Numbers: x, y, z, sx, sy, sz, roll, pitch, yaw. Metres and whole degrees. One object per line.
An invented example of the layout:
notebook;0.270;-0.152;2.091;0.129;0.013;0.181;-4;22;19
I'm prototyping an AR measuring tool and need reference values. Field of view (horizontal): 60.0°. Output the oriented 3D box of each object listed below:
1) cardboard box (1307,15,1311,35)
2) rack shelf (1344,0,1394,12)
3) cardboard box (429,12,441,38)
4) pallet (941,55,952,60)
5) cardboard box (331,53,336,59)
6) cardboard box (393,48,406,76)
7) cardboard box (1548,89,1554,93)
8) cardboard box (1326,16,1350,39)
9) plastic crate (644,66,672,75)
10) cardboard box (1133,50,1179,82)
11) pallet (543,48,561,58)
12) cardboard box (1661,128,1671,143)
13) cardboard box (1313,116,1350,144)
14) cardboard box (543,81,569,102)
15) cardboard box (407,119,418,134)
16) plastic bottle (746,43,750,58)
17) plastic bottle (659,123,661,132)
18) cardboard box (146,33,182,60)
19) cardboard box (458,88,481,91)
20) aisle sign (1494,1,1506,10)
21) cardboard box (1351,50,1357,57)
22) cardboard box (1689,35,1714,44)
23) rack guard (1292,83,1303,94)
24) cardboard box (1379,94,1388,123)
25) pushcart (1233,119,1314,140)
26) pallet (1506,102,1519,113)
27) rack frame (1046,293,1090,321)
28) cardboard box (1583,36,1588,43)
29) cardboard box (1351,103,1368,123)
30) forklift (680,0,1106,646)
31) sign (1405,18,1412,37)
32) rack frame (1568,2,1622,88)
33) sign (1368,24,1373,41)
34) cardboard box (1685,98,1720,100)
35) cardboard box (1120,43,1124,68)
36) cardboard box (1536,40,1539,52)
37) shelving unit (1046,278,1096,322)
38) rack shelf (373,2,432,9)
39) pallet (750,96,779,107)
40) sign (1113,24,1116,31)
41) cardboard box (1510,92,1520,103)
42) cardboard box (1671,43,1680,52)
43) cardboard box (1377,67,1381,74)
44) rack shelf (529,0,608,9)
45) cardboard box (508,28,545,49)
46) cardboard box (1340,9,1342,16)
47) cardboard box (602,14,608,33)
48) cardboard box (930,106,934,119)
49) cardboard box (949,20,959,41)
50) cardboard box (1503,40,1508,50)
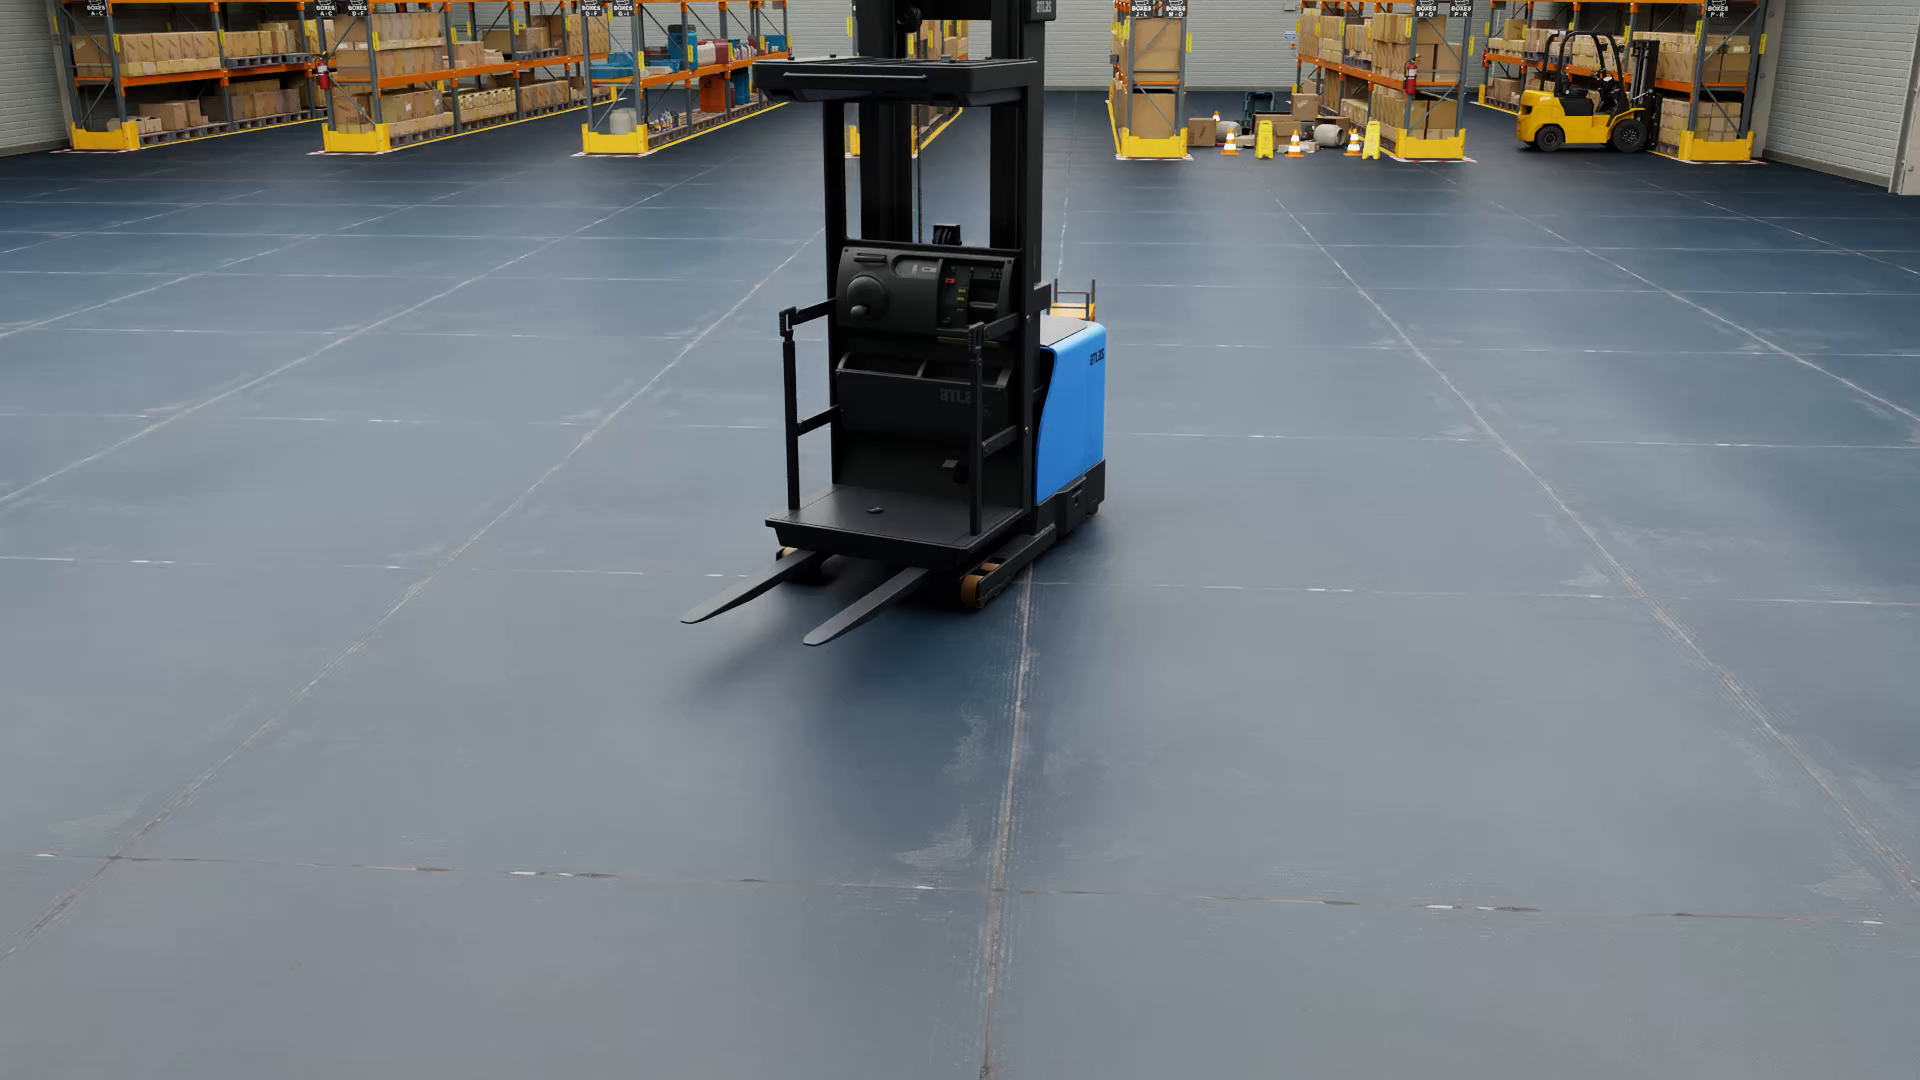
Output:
cardboard box;9.186;-13.179;42.560;0.500;0.500;0.500;1;18;4
rack shelf;8.882;-11.253;34.785;1.077;0.370;4.000;1;18;4
cardboard box;-11.052;-10.518;33.960;0.700;0.500;0.500;1;18;4
pallet;-0.804;-10.697;37.058;1.213;0.211;1.003;1;18;4
cardboard box;-15.362;-11.731;40.277;0.380;0.149;0.250;2;18;5
cardboard box;-11.193;-9.259;32.201;0.700;0.500;0.500;1;18;4
cardboard box;13.873;-10.146;38.411;0.500;0.500;0.500;2;18;6
cardboard box;8.946;-12.111;39.299;0.500;0.500;0.500;1;18;3
plastic crate;-5.950;-9.244;32.742;0.530;0.136;0.437;1;18;4
cardboard box;3.488;-8.572;30.026;0.875;0.550;0.550;1;18;4
pallet;-10.619;-12.139;41.461;1.003;0.211;1.213;1;18;4
cardboard box;13.166;-7.396;30.419;0.500;0.250;0.500;1;18;4
cardboard box;7.304;-8.059;32.711;0.500;0.500;0.500;17;25;41
cardboard box;-10.203;-11.338;42.014;0.500;0.500;0.500;1;18;4
cardboard box;-10.985;-8.114;32.611;0.500;0.250;0.500;1;18;4
plastic bottle;-5.253;-12.048;40.954;0.144;0.351;0.185;1;18;4
plastic bottle;-5.925;-8.105;32.628;0.097;0.201;0.097;0;18;0
cardboard box;-15.807;-9.769;32.923;0.500;0.500;0.500;2;18;6
cardboard box;-11.100;-10.074;37.690;0.500;0.311;0.500;1;18;3
aisle sign;14.262;-14.428;43.964;0.394;0.787;0.004;1;18;4
cardboard box;8.657;-10.518;35.933;0.380;0.149;0.250;1;18;4
cardboard box;13.205;-8.886;29.546;0.380;0.149;0.250;1;18;4
rack guard;9.600;-12.095;45.031;1.175;0.500;0.348;1;18;4
cardboard box;8.361;-8.293;31.950;0.500;0.500;0.500;2;18;7
pushcart;6.461;-8.337;33.761;1.648;0.377;0.936;-5;19;-15
pallet;14.313;-10.811;41.578;1.003;0.211;1.213;1;18;4
rack frame;0.604;-0.810;9.467;0.240;1.200;0.015;3;18;8
cardboard box;13.649;-10.781;35.804;0.380;0.149;0.250;2;18;5
cardboard box;8.870;-9.101;35.427;0.950;0.372;0.625;2;18;6
forklift;-0.263;-1.217;7.929;1.130;2.935;3.031;8;20;24
sign;7.899;-9.025;29.281;0.100;0.325;0.005;1;18;4
rack frame;13.976;-10.681;36.701;1.000;3.000;0.127;1;18;4
sign;8.184;-10.109;33.099;0.100;0.325;0.005;1;18;4
cardboard box;13.705;-8.019;30.716;0.500;0.250;0.500;1;18;4
cardboard box;3.671;-10.314;35.423;0.500;0.500;0.500;1;18;3
cardboard box;13.781;-11.636;39.158;0.396;0.266;0.258;2;18;7
shelving unit;0.638;-0.885;9.697;0.258;1.200;0.503;3;18;8
rack shelf;-15.251;-14.290;44.056;1.077;0.370;4.000;1;18;4
pallet;-5.414;-11.648;44.133;1.003;0.211;1.213;1;18;4
sign;3.825;-12.533;40.964;0.100;0.325;0.005;1;18;4
cardboard box;14.035;-11.114;41.740;0.396;0.266;0.258;2;18;6
cardboard box;13.218;-8.986;30.326;0.380;0.149;0.250;1;18;2
cardboard box;8.429;-9.258;32.764;0.380;0.149;0.250;2;18;6
rack shelf;-10.310;-14.181;43.722;1.077;0.370;4.000;1;18;4
cardboard box;-10.696;-12.366;41.010;0.700;0.500;0.500;4;19;13
cardboard box;9.596;-13.036;41.081;0.380;0.149;0.250;2;18;5
cardboard box;-9.924;-14.097;45.360;0.500;0.500;0.500;1;18;3
cardboard box;-0.948;-9.475;36.331;0.700;0.500;0.500;3;18;9
cardboard box;-0.283;-12.823;41.799;0.500;0.500;0.500;1;18;4
cardboard box;14.164;-12.627;42.405;0.500;0.250;0.500;1;18;2
